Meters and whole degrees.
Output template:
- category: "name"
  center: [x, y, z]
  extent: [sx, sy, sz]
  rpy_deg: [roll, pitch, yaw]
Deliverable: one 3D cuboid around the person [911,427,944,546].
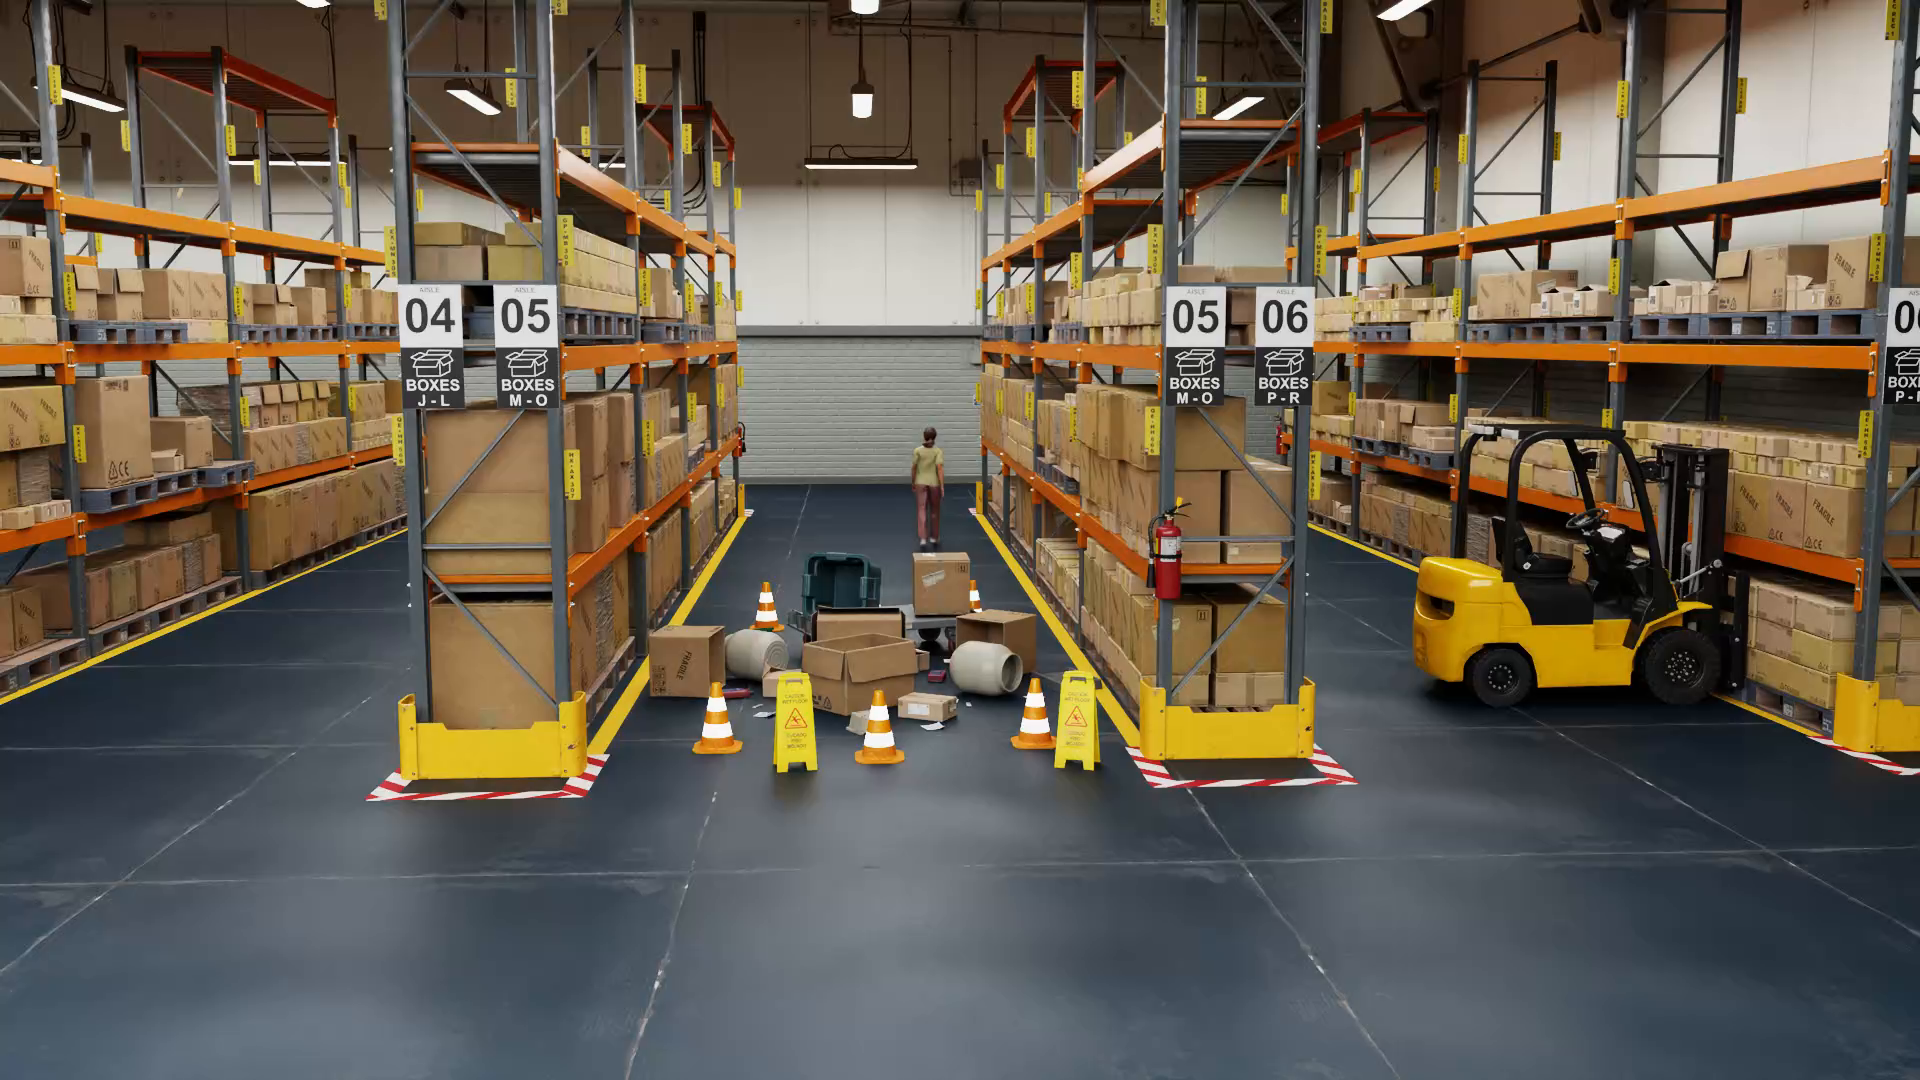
- category: "person"
  center: [-0.447, -0.742, 22.866]
  extent: [0.455, 1.625, 0.974]
  rpy_deg: [0, 7, -2]
